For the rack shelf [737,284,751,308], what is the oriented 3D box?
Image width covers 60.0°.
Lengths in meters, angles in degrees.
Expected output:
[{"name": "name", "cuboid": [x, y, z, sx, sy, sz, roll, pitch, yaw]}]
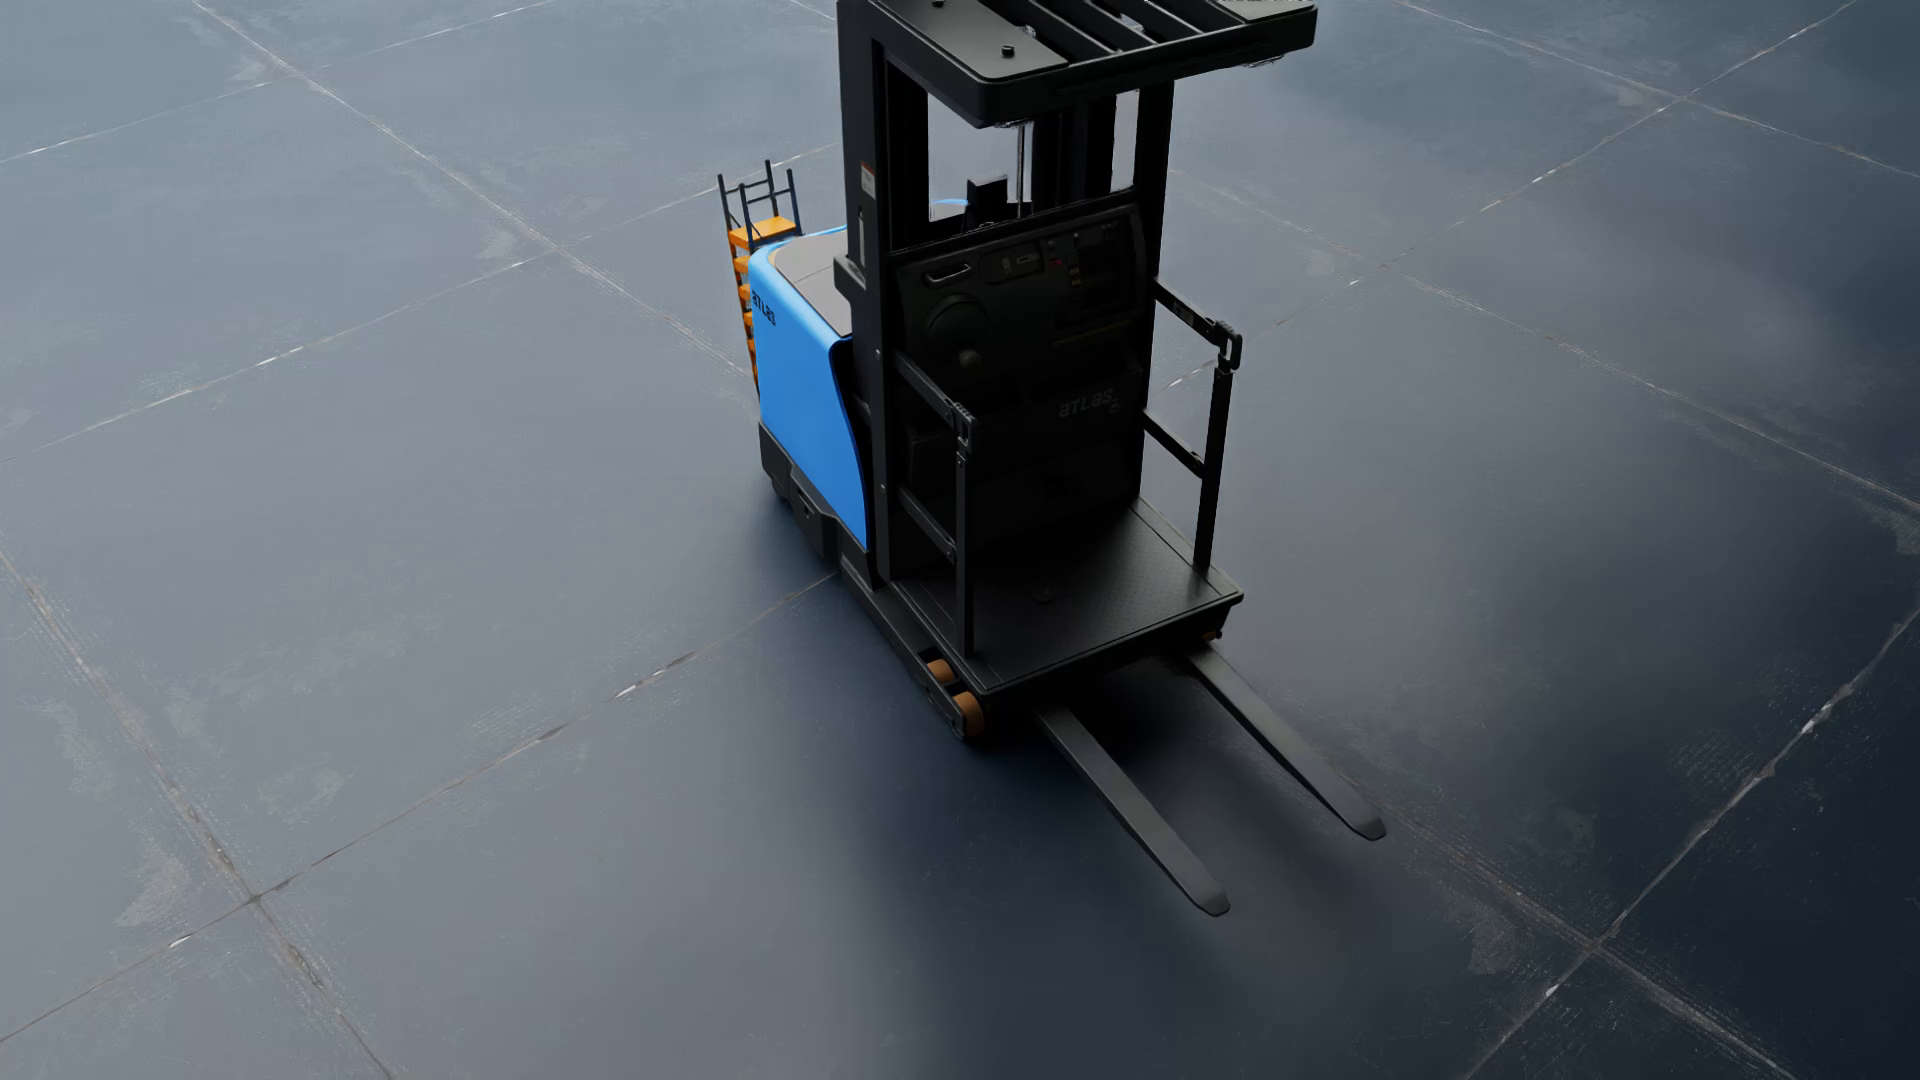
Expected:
[{"name": "rack shelf", "cuboid": [-0.771, -1.028, 6.937, 0.258, 0.103, 0.180, -24, 34, -27]}]

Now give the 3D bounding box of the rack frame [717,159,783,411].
[{"name": "rack frame", "cuboid": [-0.815, -0.997, 7.043, 0.240, 1.200, 0.006, -24, 34, -27]}]

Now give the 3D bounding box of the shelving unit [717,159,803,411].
[{"name": "shelving unit", "cuboid": [-0.763, -0.963, 6.975, 0.258, 1.200, 0.189, -24, 34, -27]}]

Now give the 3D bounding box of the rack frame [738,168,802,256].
[{"name": "rack frame", "cuboid": [-0.712, -0.930, 6.907, 0.240, 1.200, 0.006, -24, 34, -27]}]

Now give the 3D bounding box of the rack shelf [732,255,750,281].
[{"name": "rack shelf", "cuboid": [-0.784, -1.131, 6.877, 0.258, 0.103, 0.180, -24, 34, -27]}]

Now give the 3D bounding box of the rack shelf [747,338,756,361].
[{"name": "rack shelf", "cuboid": [-0.746, -0.822, 7.058, 0.258, 0.103, 0.180, -24, 34, -27]}]

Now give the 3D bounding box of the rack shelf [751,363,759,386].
[{"name": "rack shelf", "cuboid": [-0.733, -0.719, 7.118, 0.258, 0.103, 0.180, -24, 34, -27]}]

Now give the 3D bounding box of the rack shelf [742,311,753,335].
[{"name": "rack shelf", "cuboid": [-0.759, -0.925, 6.998, 0.258, 0.103, 0.180, -24, 34, -27]}]

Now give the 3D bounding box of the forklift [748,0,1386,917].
[{"name": "forklift", "cuboid": [0.319, -0.768, 5.368, 1.130, 2.935, 3.031, -19, 43, -22]}]

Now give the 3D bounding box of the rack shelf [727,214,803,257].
[{"name": "rack shelf", "cuboid": [-0.796, -1.234, 6.817, 0.258, 0.103, 0.180, -24, 34, -27]}]
